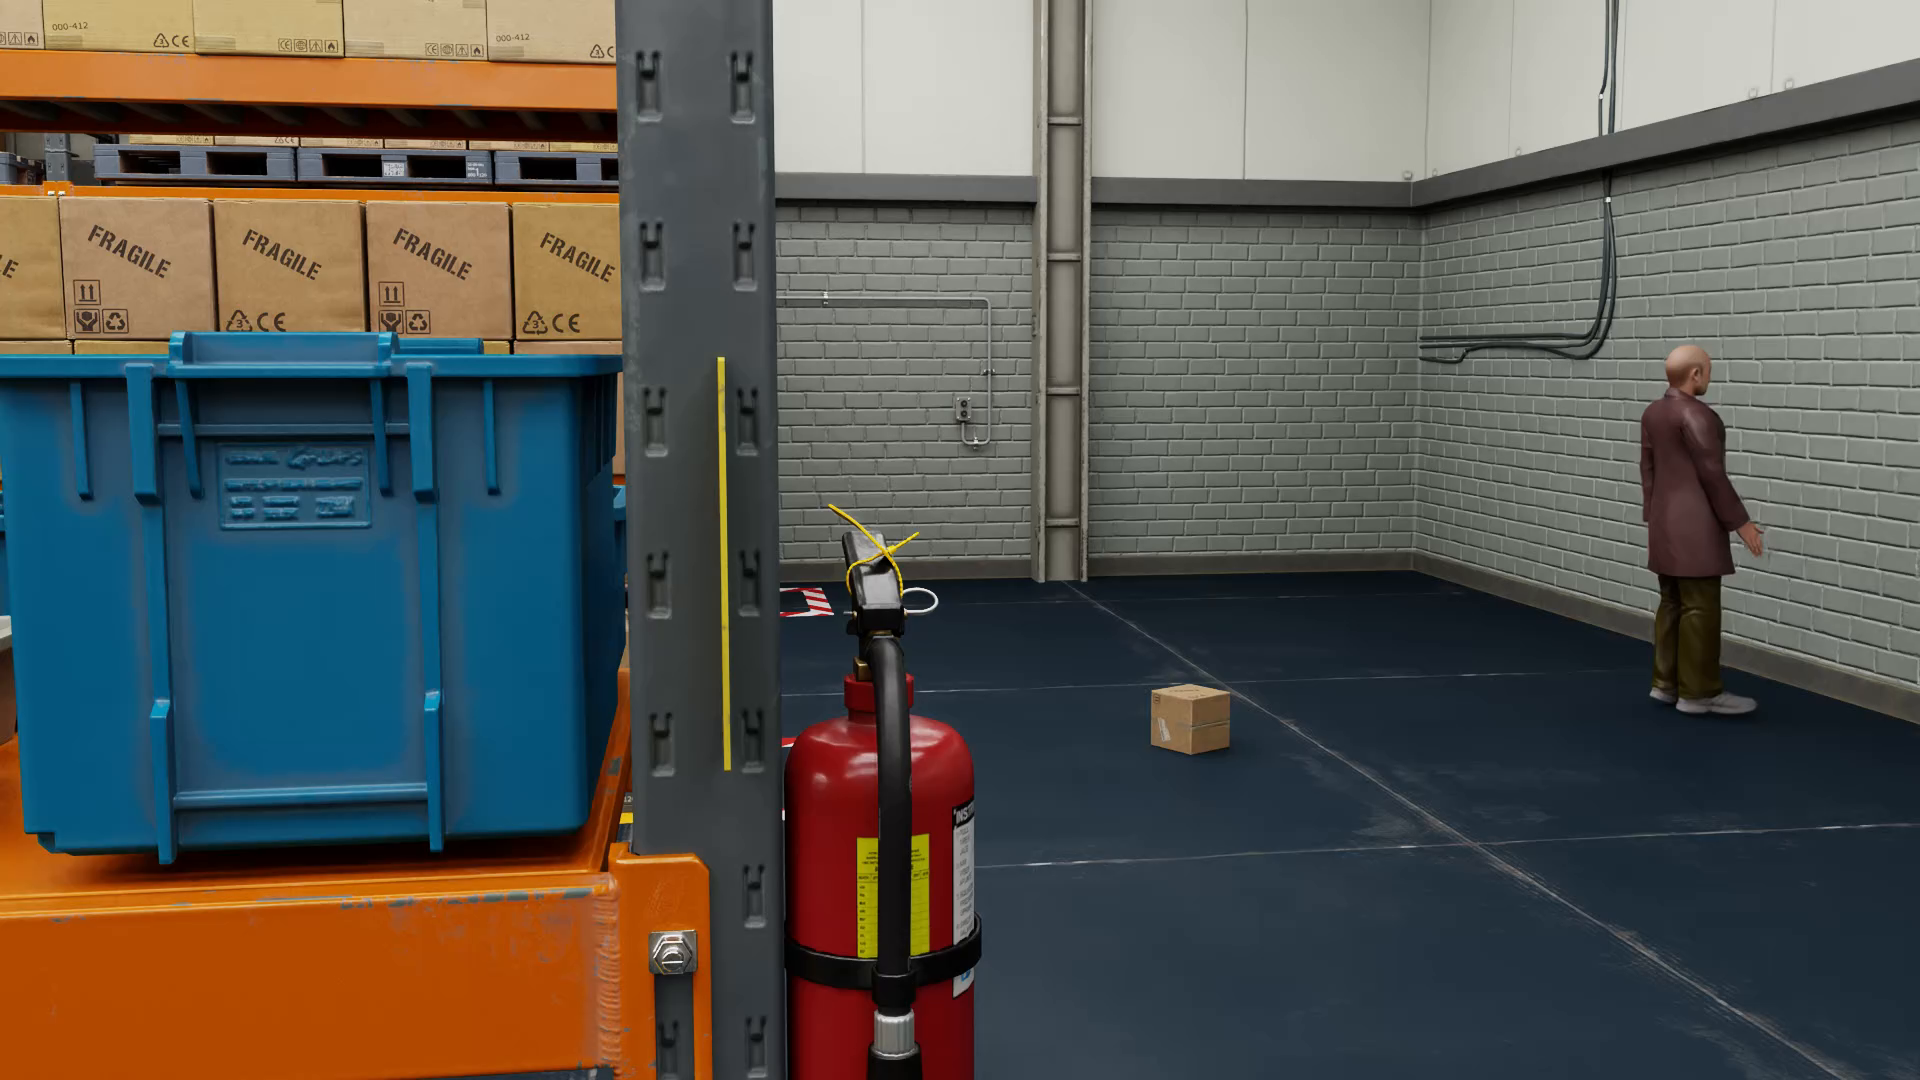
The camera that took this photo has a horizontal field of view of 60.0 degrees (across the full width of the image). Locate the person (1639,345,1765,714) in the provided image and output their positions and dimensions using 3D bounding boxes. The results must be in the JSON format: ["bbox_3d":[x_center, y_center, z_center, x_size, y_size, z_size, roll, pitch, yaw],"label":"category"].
[{"bbox_3d":[3.622,-0.040,8.106,0.486,1.812,0.590,0,6,-1],"label":"person"}]
